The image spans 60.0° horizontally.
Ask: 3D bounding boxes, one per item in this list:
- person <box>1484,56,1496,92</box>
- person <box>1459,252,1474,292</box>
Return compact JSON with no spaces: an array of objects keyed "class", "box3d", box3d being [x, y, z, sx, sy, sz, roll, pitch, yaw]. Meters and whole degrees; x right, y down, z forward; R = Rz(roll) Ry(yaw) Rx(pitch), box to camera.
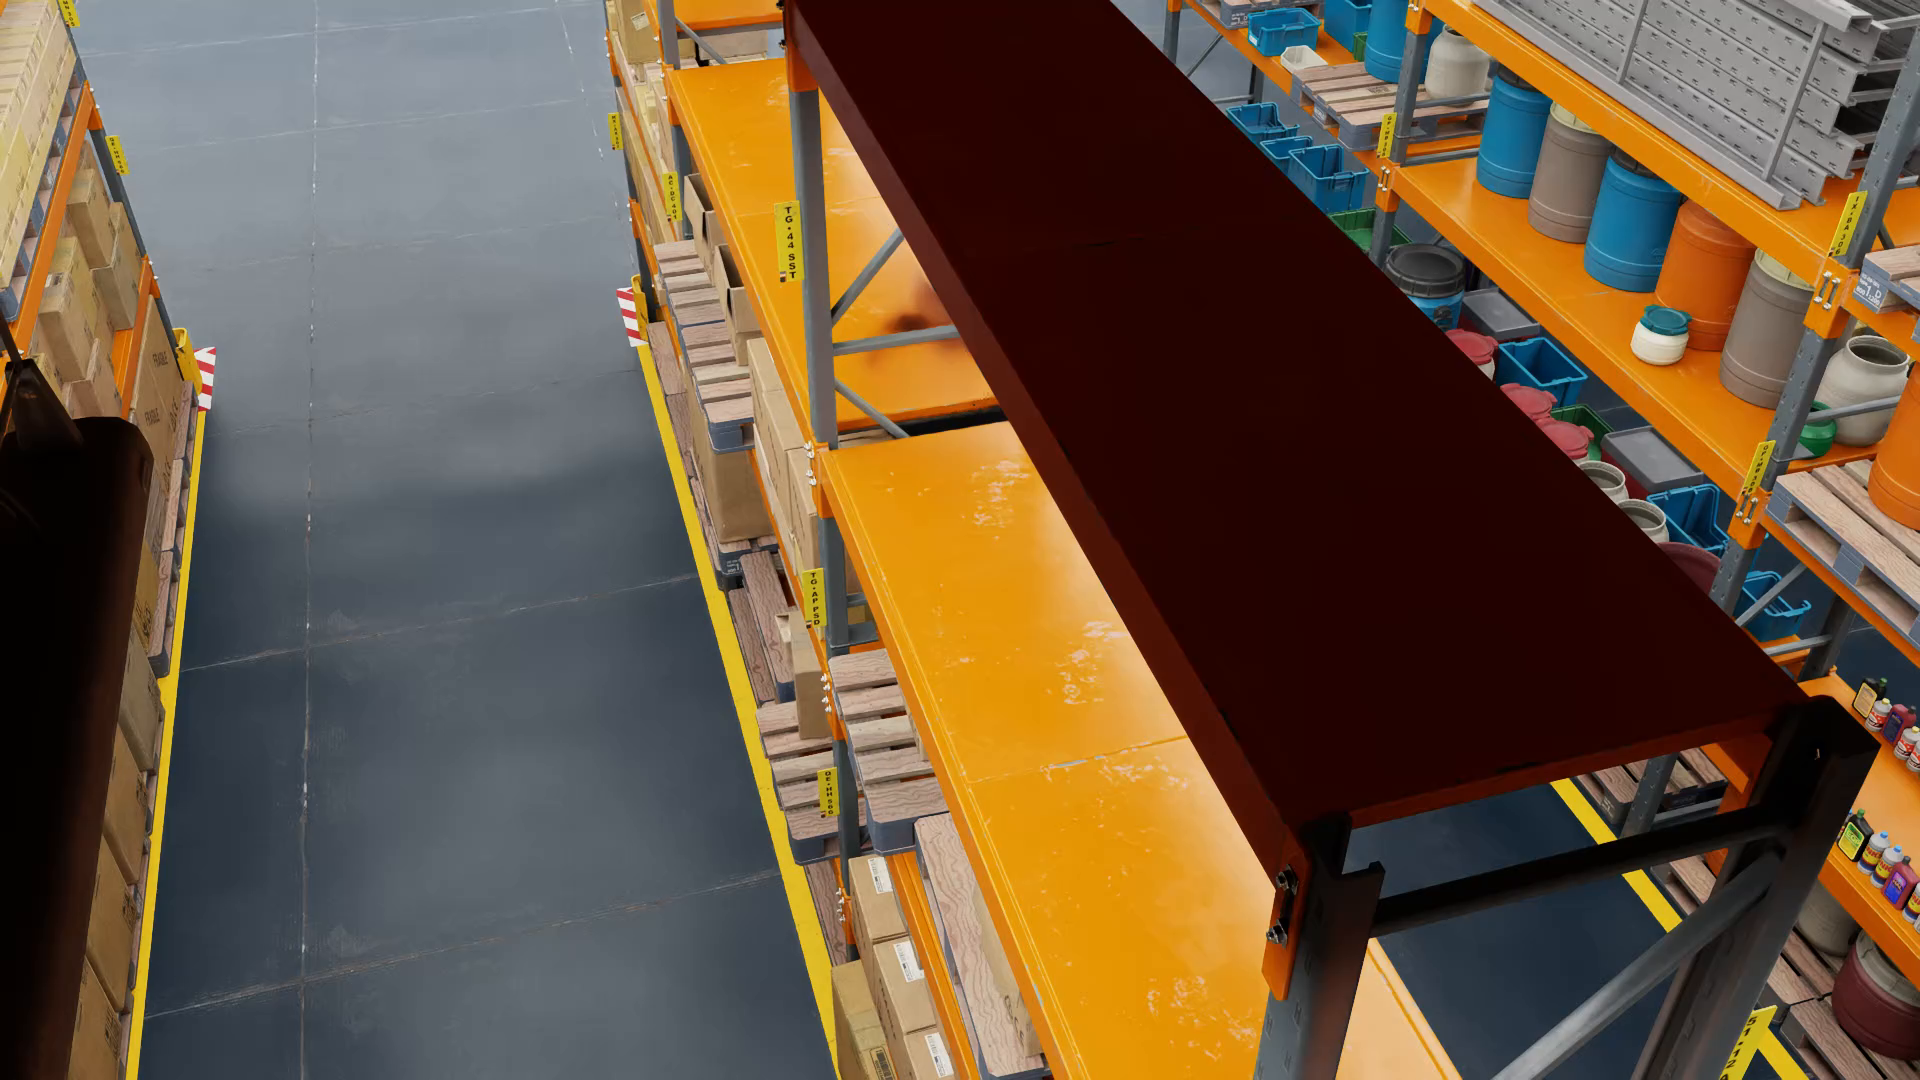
[{"class":"person","box3d":[5.801,-5.455,18.367,0.624,1.690,0.694,12,40,15]},{"class":"person","box3d":[4.592,-2.519,14.721,0.604,1.605,0.541,-18,42,-21]}]
